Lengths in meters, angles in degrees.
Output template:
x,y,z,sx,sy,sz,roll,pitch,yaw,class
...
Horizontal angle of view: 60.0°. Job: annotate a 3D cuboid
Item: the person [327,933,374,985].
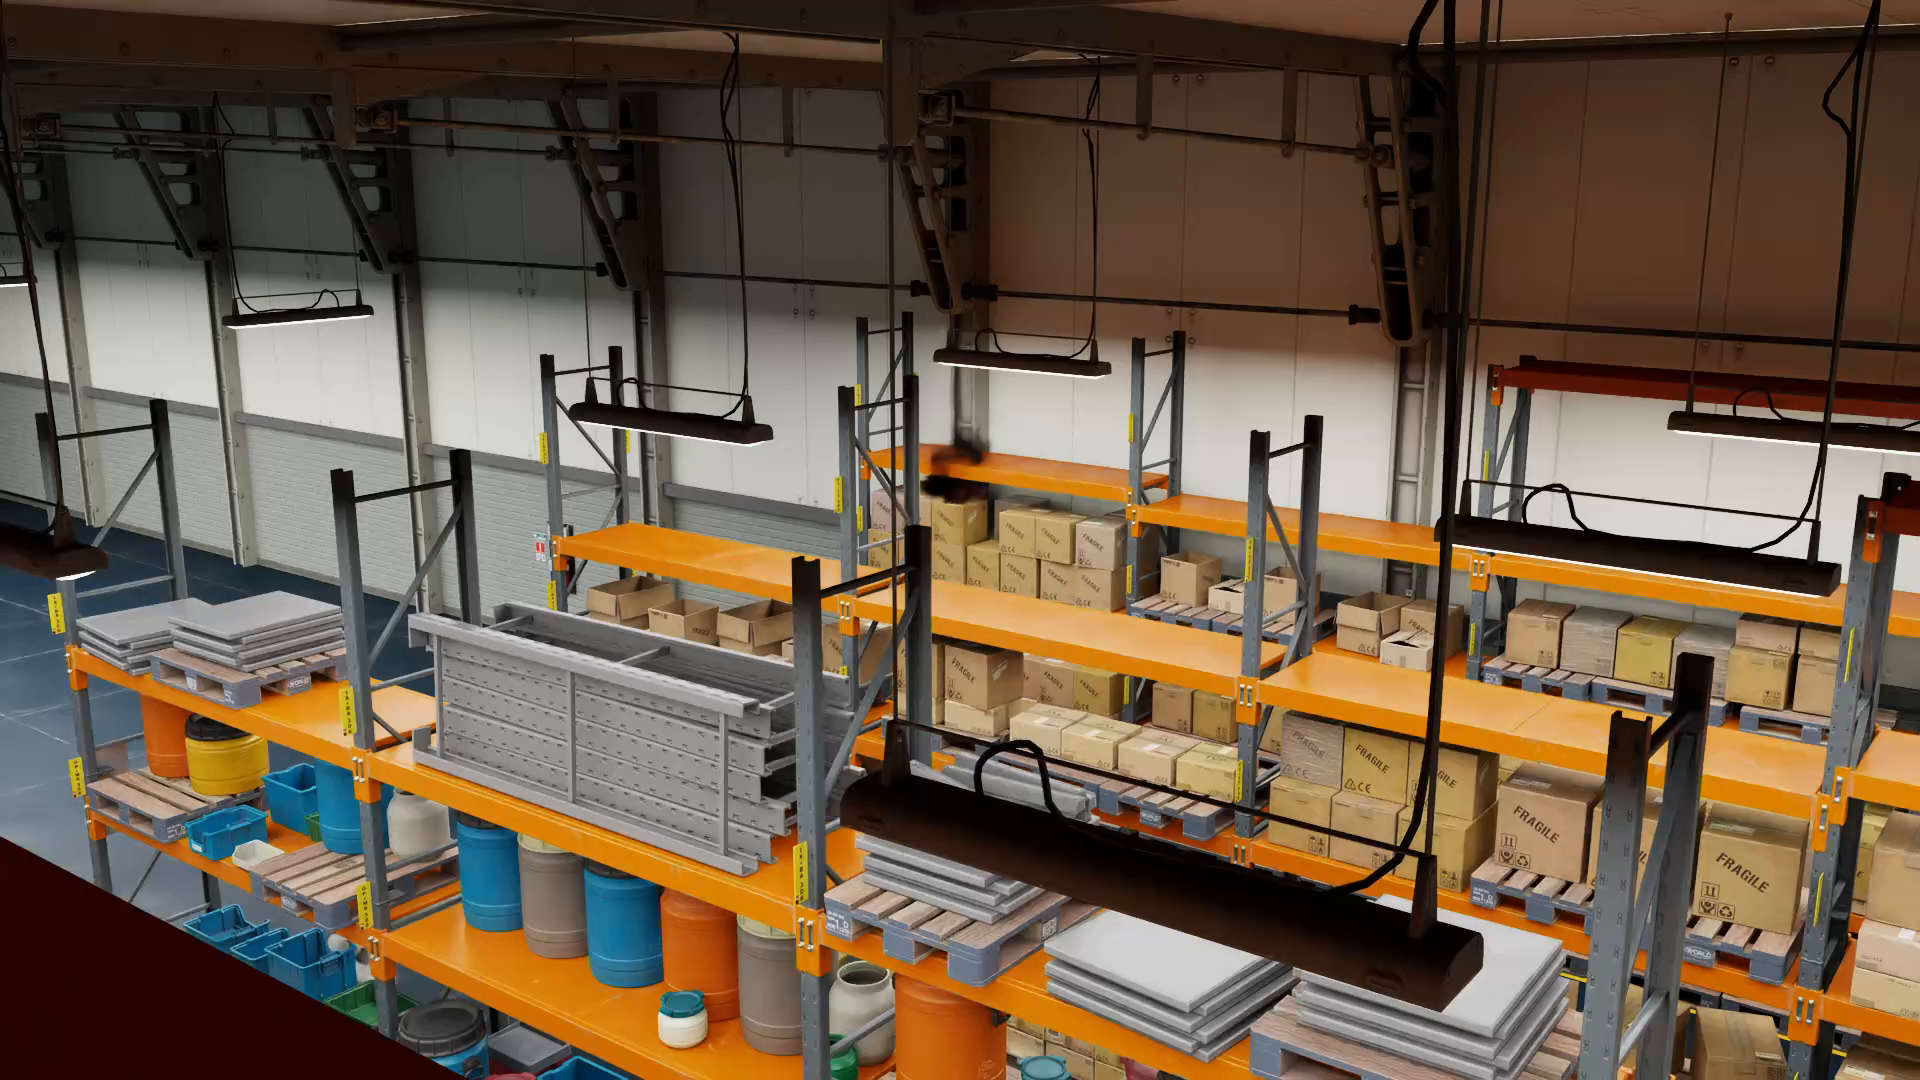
x,y,z,sx,sy,sz,roll,pitch,yaw,class
-5.714,3.649,15.754,0.665,1.725,0.713,5,14,20,person
